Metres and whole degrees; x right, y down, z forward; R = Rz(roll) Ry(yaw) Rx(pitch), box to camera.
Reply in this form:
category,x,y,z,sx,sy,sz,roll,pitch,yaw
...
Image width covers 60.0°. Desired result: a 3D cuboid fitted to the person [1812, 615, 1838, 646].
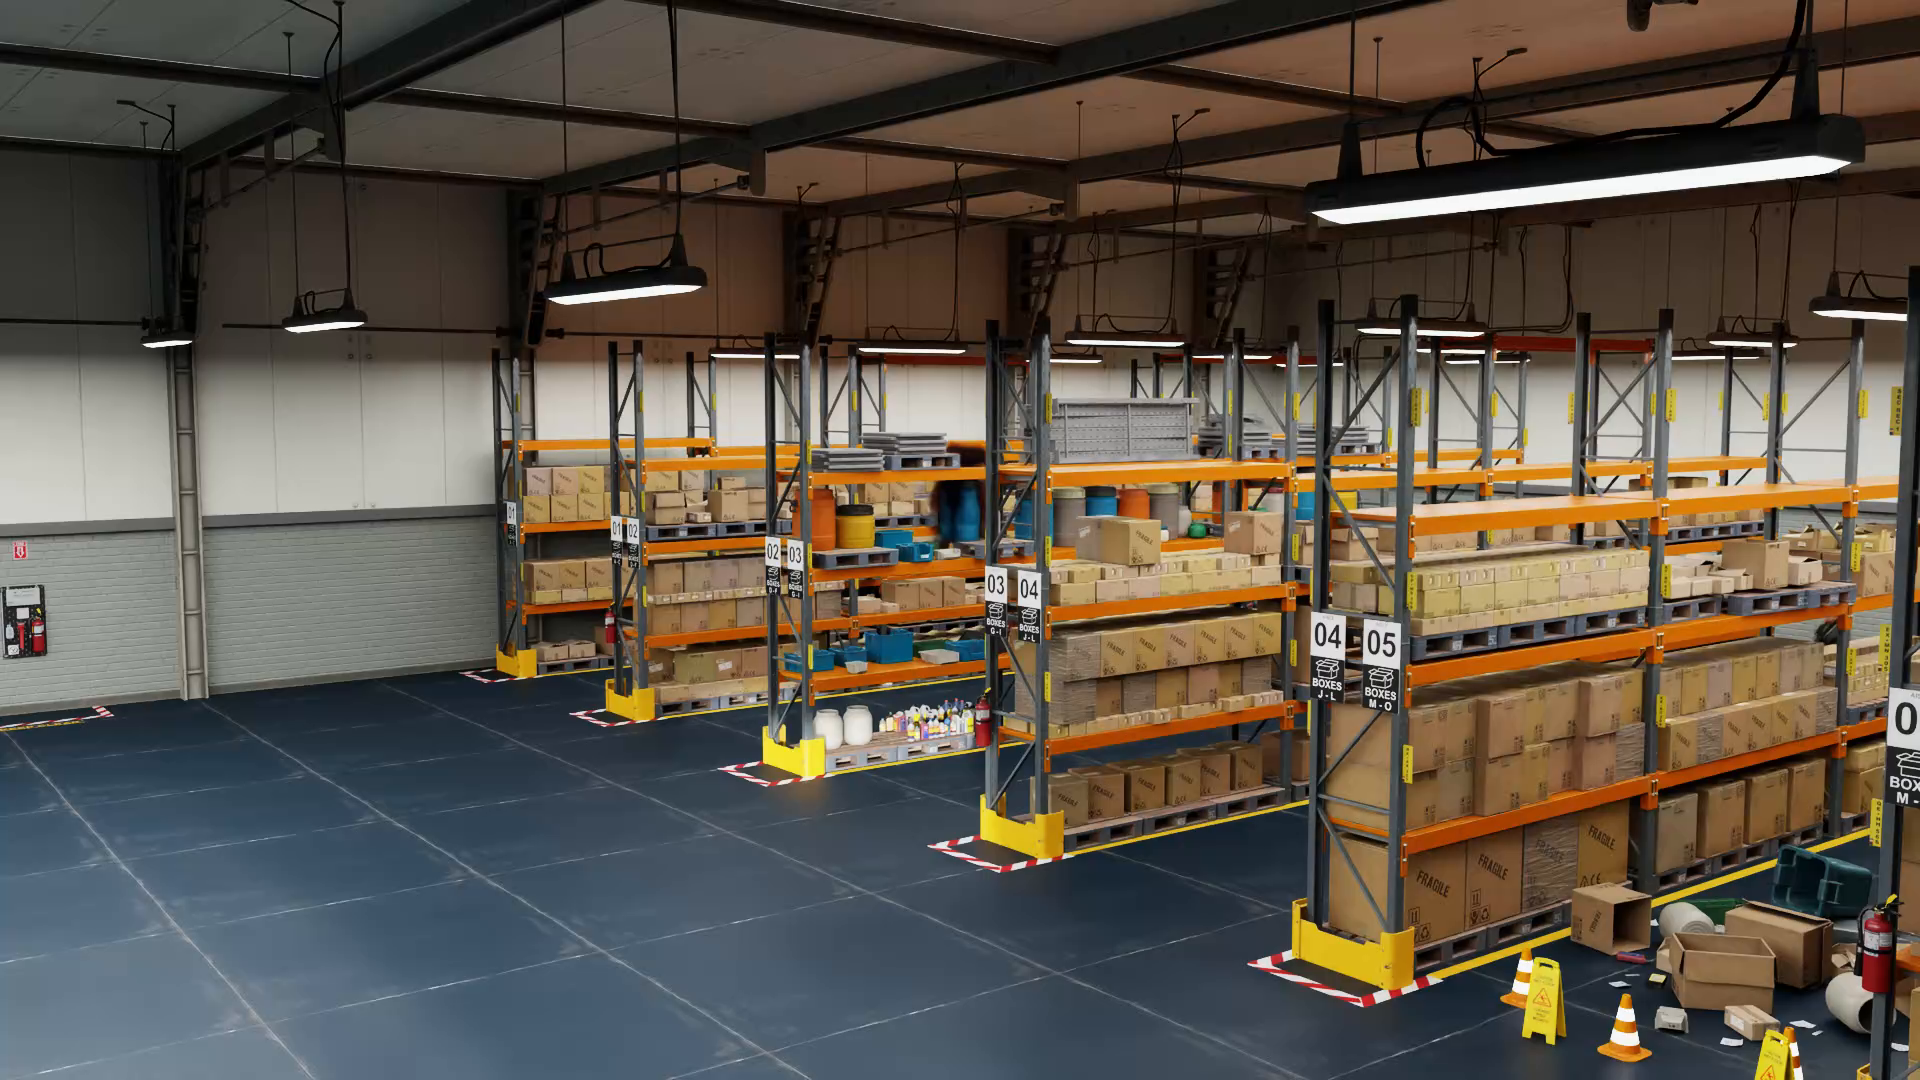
category,x,y,z,sx,sy,sz,roll,pitch,yaw
person,14.059,1.965,26.967,1.012,1.686,0.613,-3,6,-33
